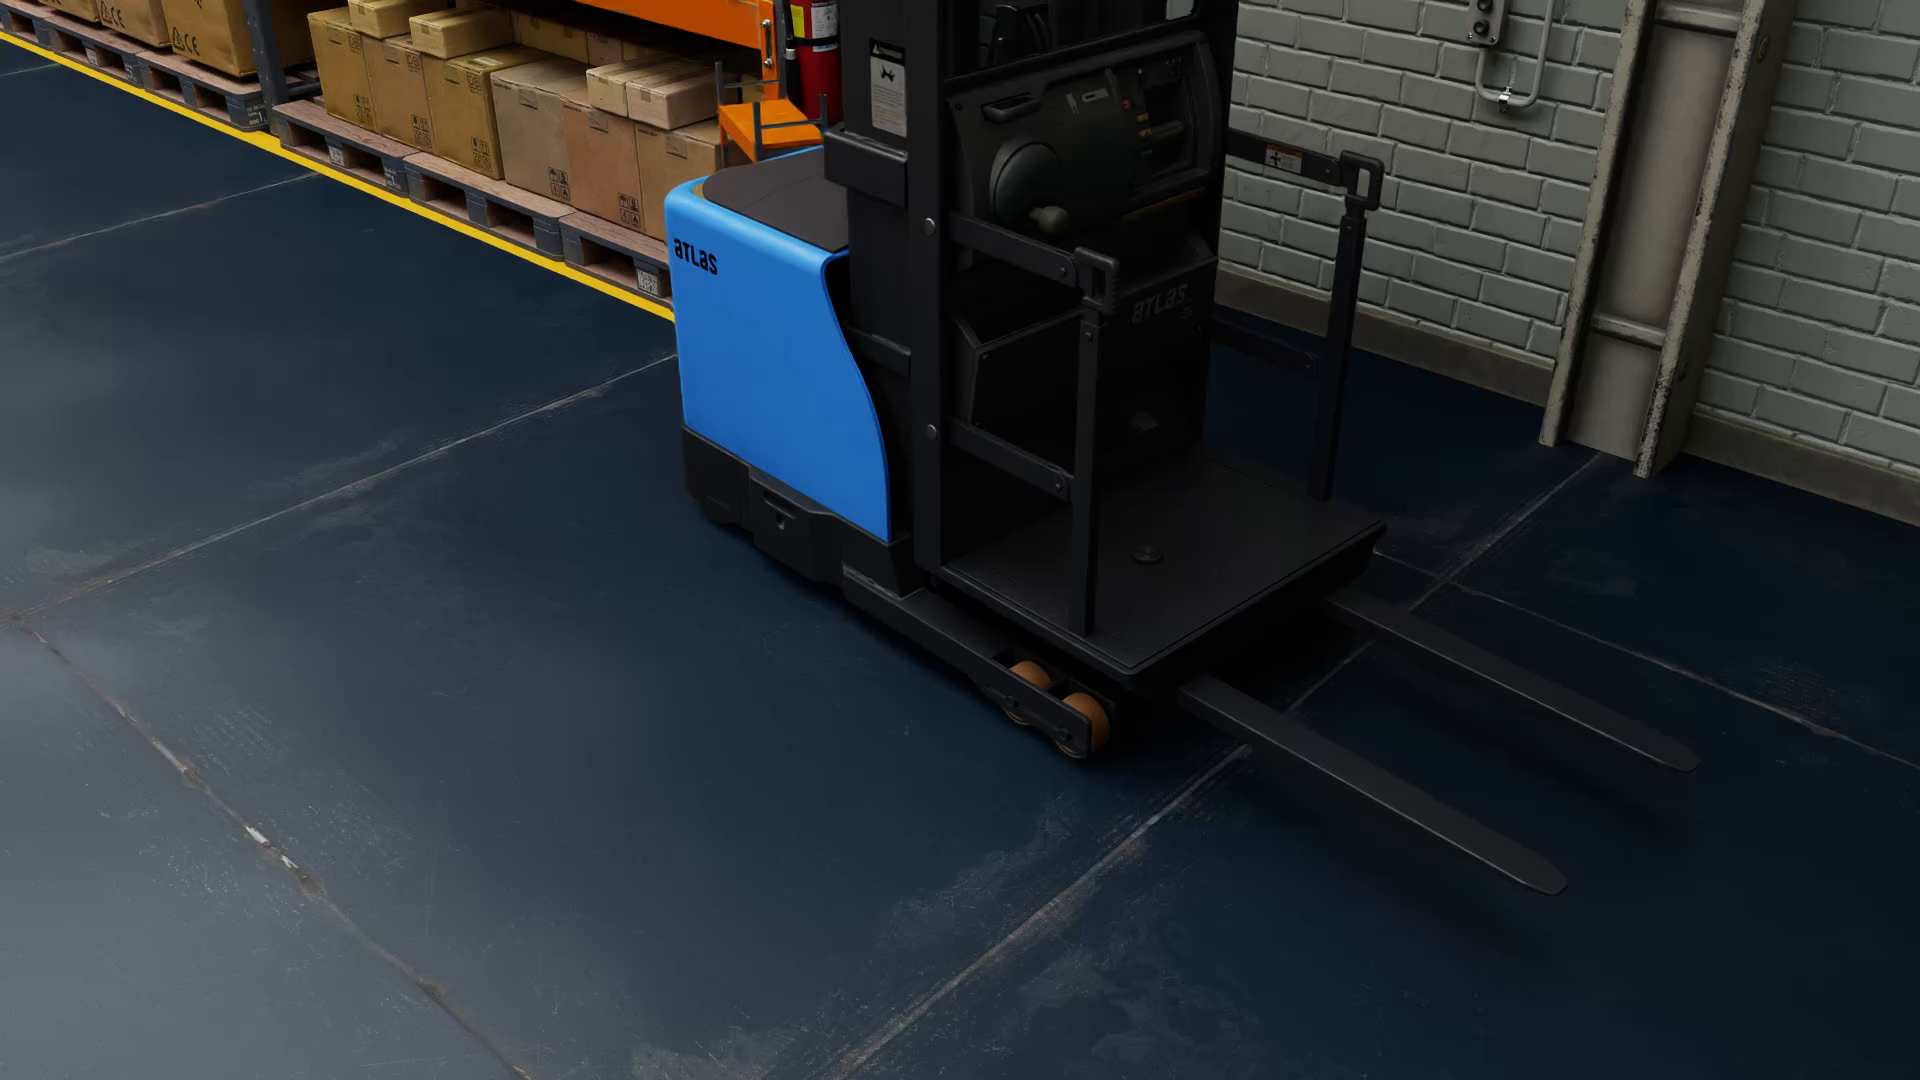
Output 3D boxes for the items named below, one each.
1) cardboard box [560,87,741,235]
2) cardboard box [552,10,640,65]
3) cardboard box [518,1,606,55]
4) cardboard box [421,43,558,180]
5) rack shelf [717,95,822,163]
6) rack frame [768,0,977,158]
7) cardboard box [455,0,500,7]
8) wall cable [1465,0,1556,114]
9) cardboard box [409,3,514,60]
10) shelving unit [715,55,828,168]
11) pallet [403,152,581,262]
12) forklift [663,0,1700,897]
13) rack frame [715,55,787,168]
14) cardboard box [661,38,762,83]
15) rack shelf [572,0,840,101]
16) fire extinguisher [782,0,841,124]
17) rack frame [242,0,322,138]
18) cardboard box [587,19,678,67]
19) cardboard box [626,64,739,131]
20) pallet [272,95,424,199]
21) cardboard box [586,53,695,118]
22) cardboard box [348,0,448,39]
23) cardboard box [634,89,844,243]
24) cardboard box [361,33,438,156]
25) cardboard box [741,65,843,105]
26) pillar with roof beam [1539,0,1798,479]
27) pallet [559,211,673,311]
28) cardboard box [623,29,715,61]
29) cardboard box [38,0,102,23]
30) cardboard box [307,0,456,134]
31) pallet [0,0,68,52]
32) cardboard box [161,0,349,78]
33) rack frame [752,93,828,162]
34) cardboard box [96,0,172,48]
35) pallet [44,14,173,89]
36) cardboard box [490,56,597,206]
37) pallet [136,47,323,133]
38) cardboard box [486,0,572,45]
[{"bbox_3d":[-1.268,-1.707,7.193,0.500,0.500,0.700,25,39,35],"label":"cardboard box"},{"bbox_3d":[-1.611,-2.283,7.521,0.250,0.149,0.380,25,39,36],"label":"cardboard box"},{"bbox_3d":[-1.798,-2.371,7.667,0.250,0.149,0.380,24,39,34],"label":"cardboard box"},{"bbox_3d":[-2.041,-2.062,7.784,0.500,0.500,0.700,26,40,36],"label":"cardboard box"},{"bbox_3d":[-0.623,-1.332,5.537,0.258,0.148,0.480,-11,33,-18],"label":"rack shelf"},{"bbox_3d":[-0.310,-2.220,6.030,0.127,3.000,1.000,25,39,35],"label":"rack frame"},{"bbox_3d":[-2.177,-2.547,7.961,0.250,0.149,0.380,24,38,34],"label":"cardboard box"},{"bbox_3d":[1.274,-2.574,5.633,1.851,1.984,0.084,25,39,35],"label":"wall cable"},{"bbox_3d":[-2.272,-2.325,7.591,0.250,0.149,0.380,24,38,34],"label":"cardboard box"},{"bbox_3d":[-0.623,-0.995,5.740,0.258,1.200,0.503,-11,33,-18],"label":"shelving unit"},{"bbox_3d":[-1.856,-1.695,7.861,1.213,0.211,1.003,25,39,35],"label":"pallet"},{"bbox_3d":[0.481,-0.991,4.054,1.130,2.935,3.031,-26,40,-36],"label":"forklift"},{"bbox_3d":[-0.710,-1.113,5.935,0.240,1.200,0.015,-11,33,-18],"label":"rack frame"},{"bbox_3d":[-1.046,-2.020,7.084,0.250,0.149,0.380,25,39,35],"label":"cardboard box"},{"bbox_3d":[-1.793,-2.604,7.365,4.000,0.370,1.077,25,39,35],"label":"rack shelf"},{"bbox_3d":[-0.508,-1.799,5.766,0.183,0.674,0.296,25,39,35],"label":"fire extinguisher"},{"bbox_3d":[-3.276,-3.605,8.330,0.127,3.000,1.000,25,39,35],"label":"rack frame"},{"bbox_3d":[-1.420,-2.194,7.374,0.250,0.149,0.380,26,39,36],"label":"cardboard box"},{"bbox_3d":[-1.114,-1.786,6.696,0.250,0.149,0.380,25,39,35],"label":"cardboard box"},{"bbox_3d":[-2.765,-2.117,8.562,1.213,0.211,1.003,25,39,35],"label":"pallet"},{"bbox_3d":[-1.304,-1.874,6.843,0.250,0.149,0.380,26,40,36],"label":"cardboard box"},{"bbox_3d":[-2.659,-2.505,7.891,0.250,0.149,0.380,27,40,37],"label":"cardboard box"},{"bbox_3d":[-0.896,-1.534,6.905,0.500,0.500,0.700,25,39,35],"label":"cardboard box"},{"bbox_3d":[-2.420,-2.241,8.080,0.500,0.500,0.700,25,39,35],"label":"cardboard box"},{"bbox_3d":[-0.670,-1.845,6.793,0.250,0.149,0.380,25,39,35],"label":"cardboard box"},{"bbox_3d":[-0.617,-2.541,0.746,0.400,9.000,9.100,25,39,35],"label":"pillar with roof beam"},{"bbox_3d":[-0.956,-1.273,7.159,1.213,0.211,1.003,25,39,35],"label":"pallet"},{"bbox_3d":[-1.231,-2.106,7.228,0.250,0.149,0.380,25,39,35],"label":"cardboard box"},{"bbox_3d":[-5.139,-3.638,10.062,0.750,0.750,0.750,25,39,35],"label":"cardboard box"},{"bbox_3d":[-2.790,-2.416,8.371,0.500,0.500,0.700,26,39,36],"label":"cardboard box"},{"bbox_3d":[-5.708,-3.493,10.847,1.213,0.211,1.003,25,39,35],"label":"pallet"},{"bbox_3d":[-3.845,-3.039,9.067,0.750,0.750,0.750,26,39,36],"label":"cardboard box"},{"bbox_3d":[-0.536,-0.878,5.545,0.240,1.200,0.015,-11,33,-18],"label":"rack frame"},{"bbox_3d":[-4.506,-3.346,9.576,0.750,0.750,0.750,26,40,36],"label":"cardboard box"},{"bbox_3d":[-4.808,-3.071,10.146,1.213,0.211,1.003,25,39,35],"label":"pallet"},{"bbox_3d":[-1.641,-1.880,7.482,0.500,0.500,0.700,24,38,34],"label":"cardboard box"},{"bbox_3d":[-3.899,-2.648,9.445,1.213,0.211,1.003,25,39,35],"label":"pallet"},{"bbox_3d":[-1.990,-2.460,7.815,0.250,0.149,0.380,25,39,36],"label":"cardboard box"}]
